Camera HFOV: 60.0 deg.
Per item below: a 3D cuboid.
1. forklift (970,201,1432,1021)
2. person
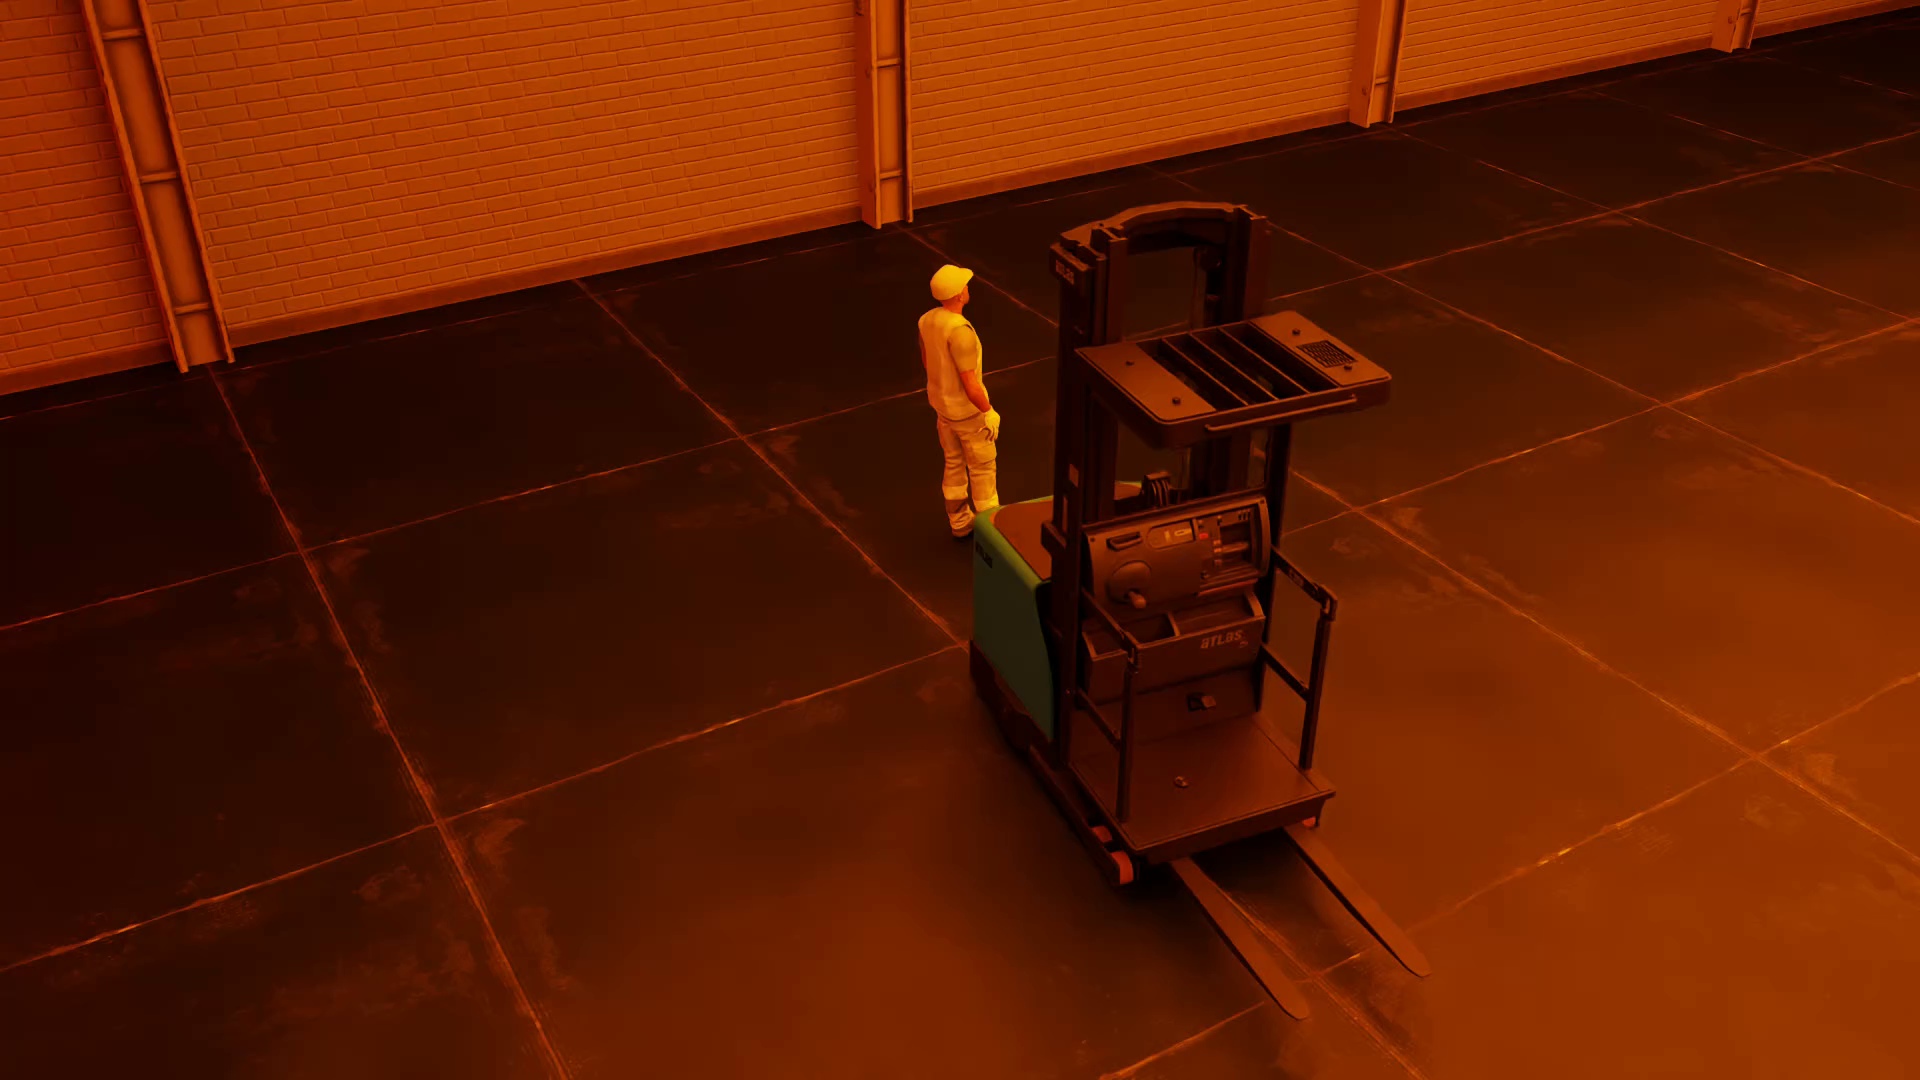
[{"bbox_3d":[1.095,0.112,7.459,1.130,2.935,3.031,-12,33,-20],"label":"forklift"},{"bbox_3d":[0.075,-0.824,10.042,0.564,1.787,0.637,-17,35,-26],"label":"person"}]
